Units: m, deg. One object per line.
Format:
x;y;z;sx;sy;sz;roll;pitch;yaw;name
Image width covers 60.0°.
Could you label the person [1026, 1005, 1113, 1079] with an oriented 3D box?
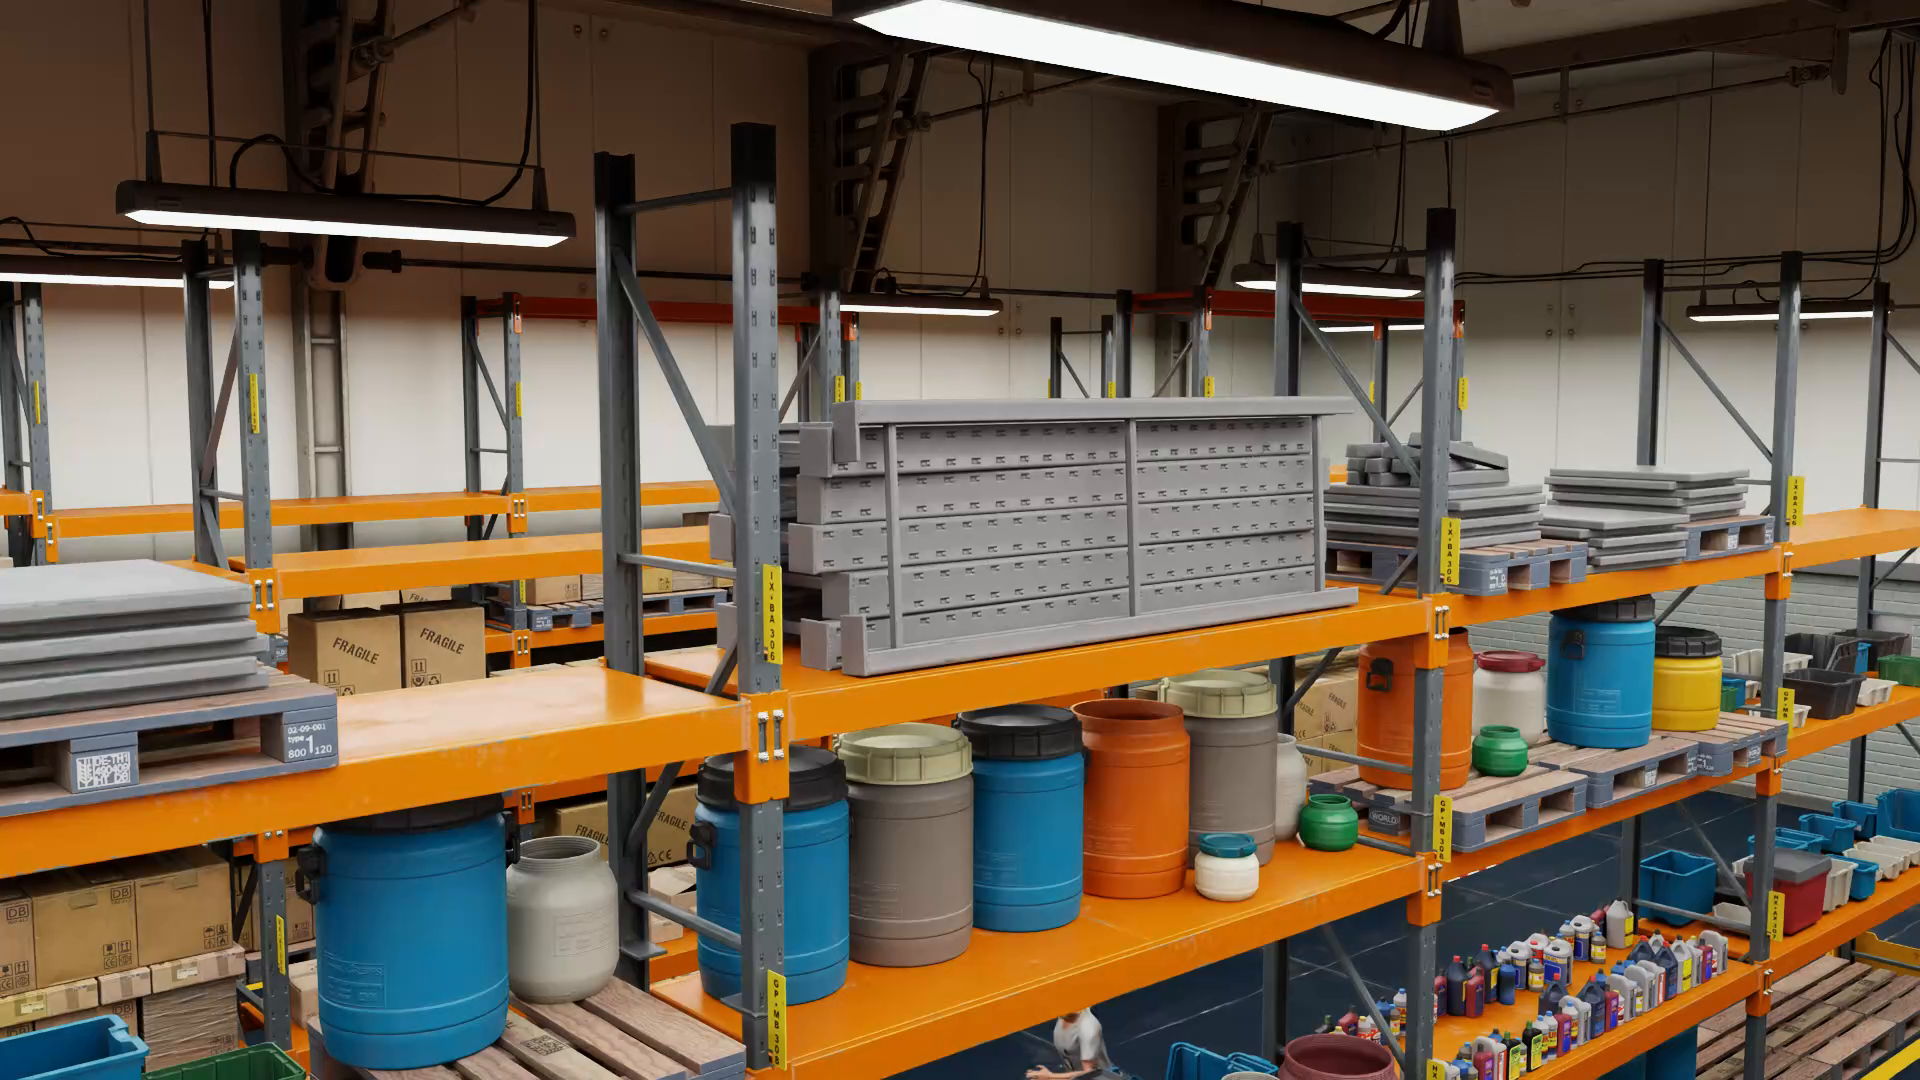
0.781;3.401;10.340;0.941;1.541;0.570;-4;7;-34;person
